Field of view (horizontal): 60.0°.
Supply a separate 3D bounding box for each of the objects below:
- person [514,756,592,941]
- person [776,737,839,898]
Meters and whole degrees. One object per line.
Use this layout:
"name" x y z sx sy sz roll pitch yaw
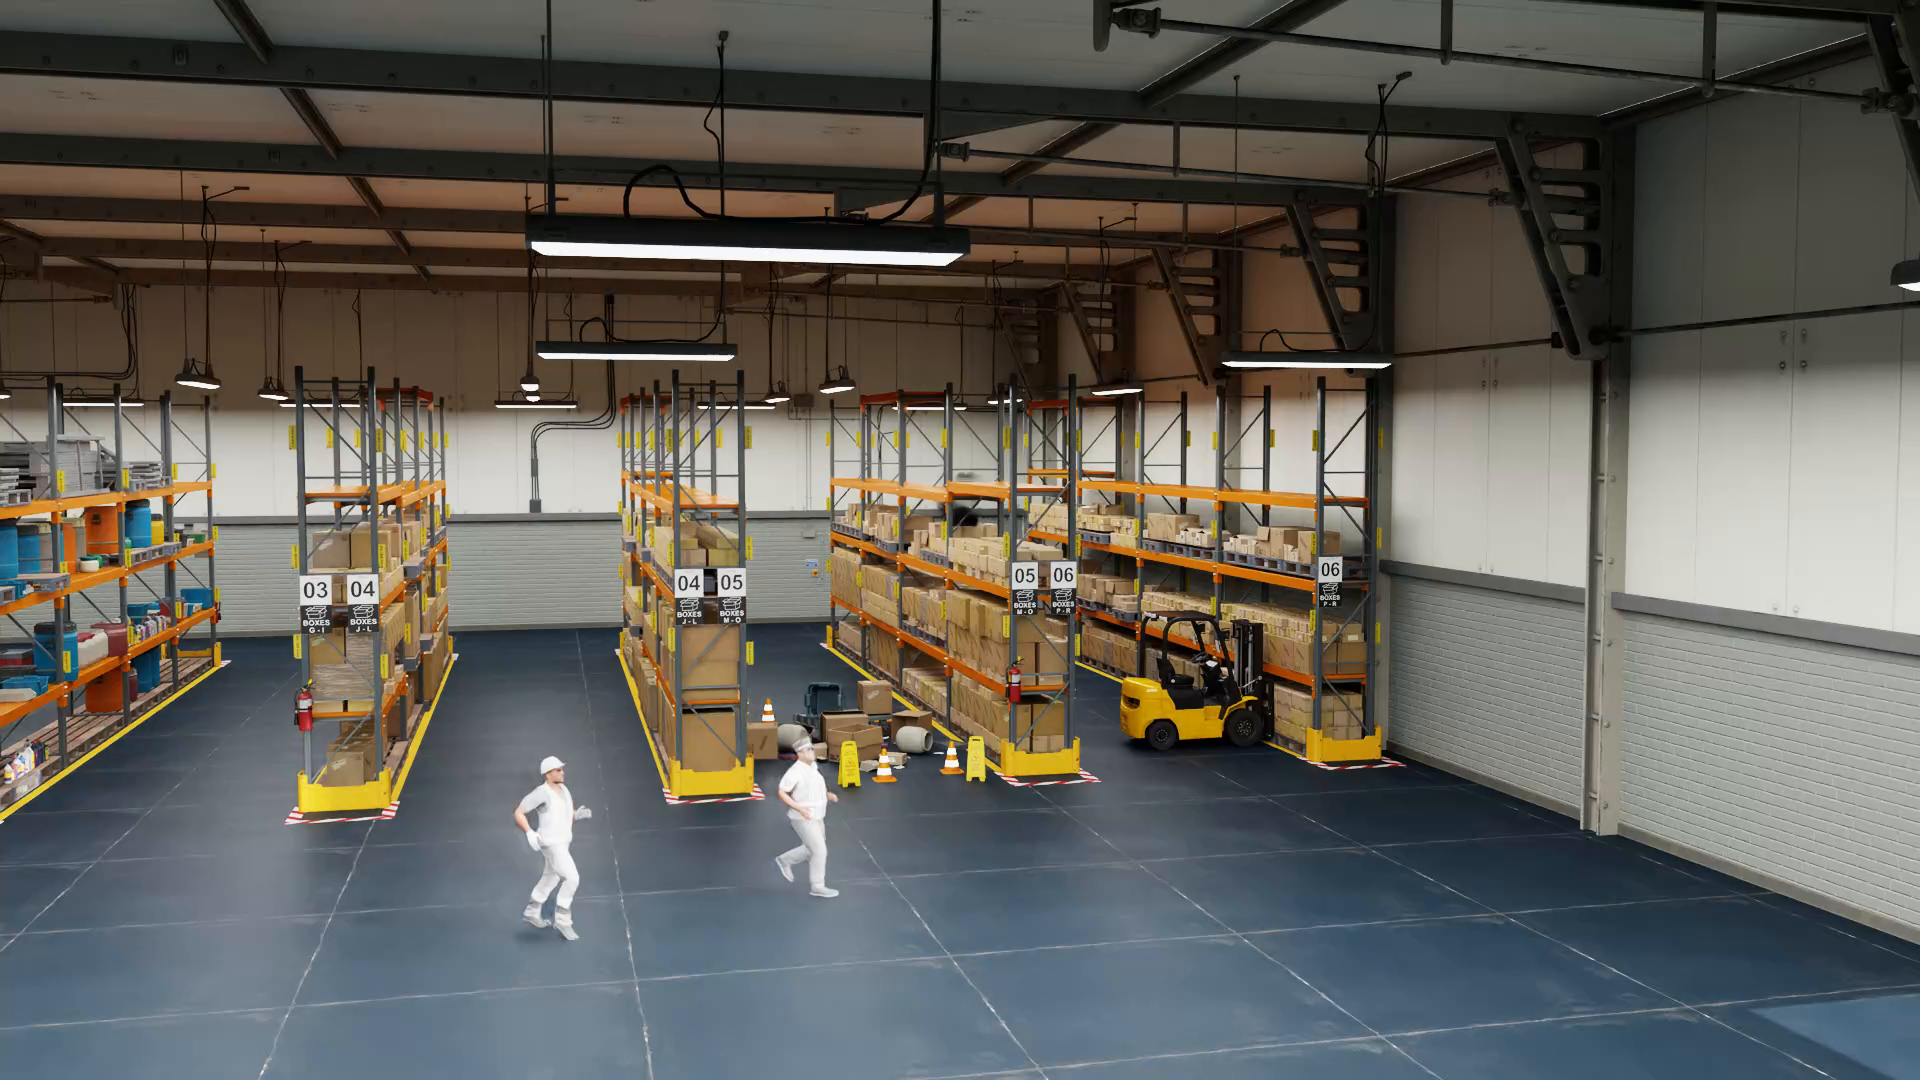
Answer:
"person" -4.091 3.106 16.778 0.774 1.845 0.643 1 3 10
"person" -1.714 3.031 18.328 0.830 1.747 0.662 1 4 21
